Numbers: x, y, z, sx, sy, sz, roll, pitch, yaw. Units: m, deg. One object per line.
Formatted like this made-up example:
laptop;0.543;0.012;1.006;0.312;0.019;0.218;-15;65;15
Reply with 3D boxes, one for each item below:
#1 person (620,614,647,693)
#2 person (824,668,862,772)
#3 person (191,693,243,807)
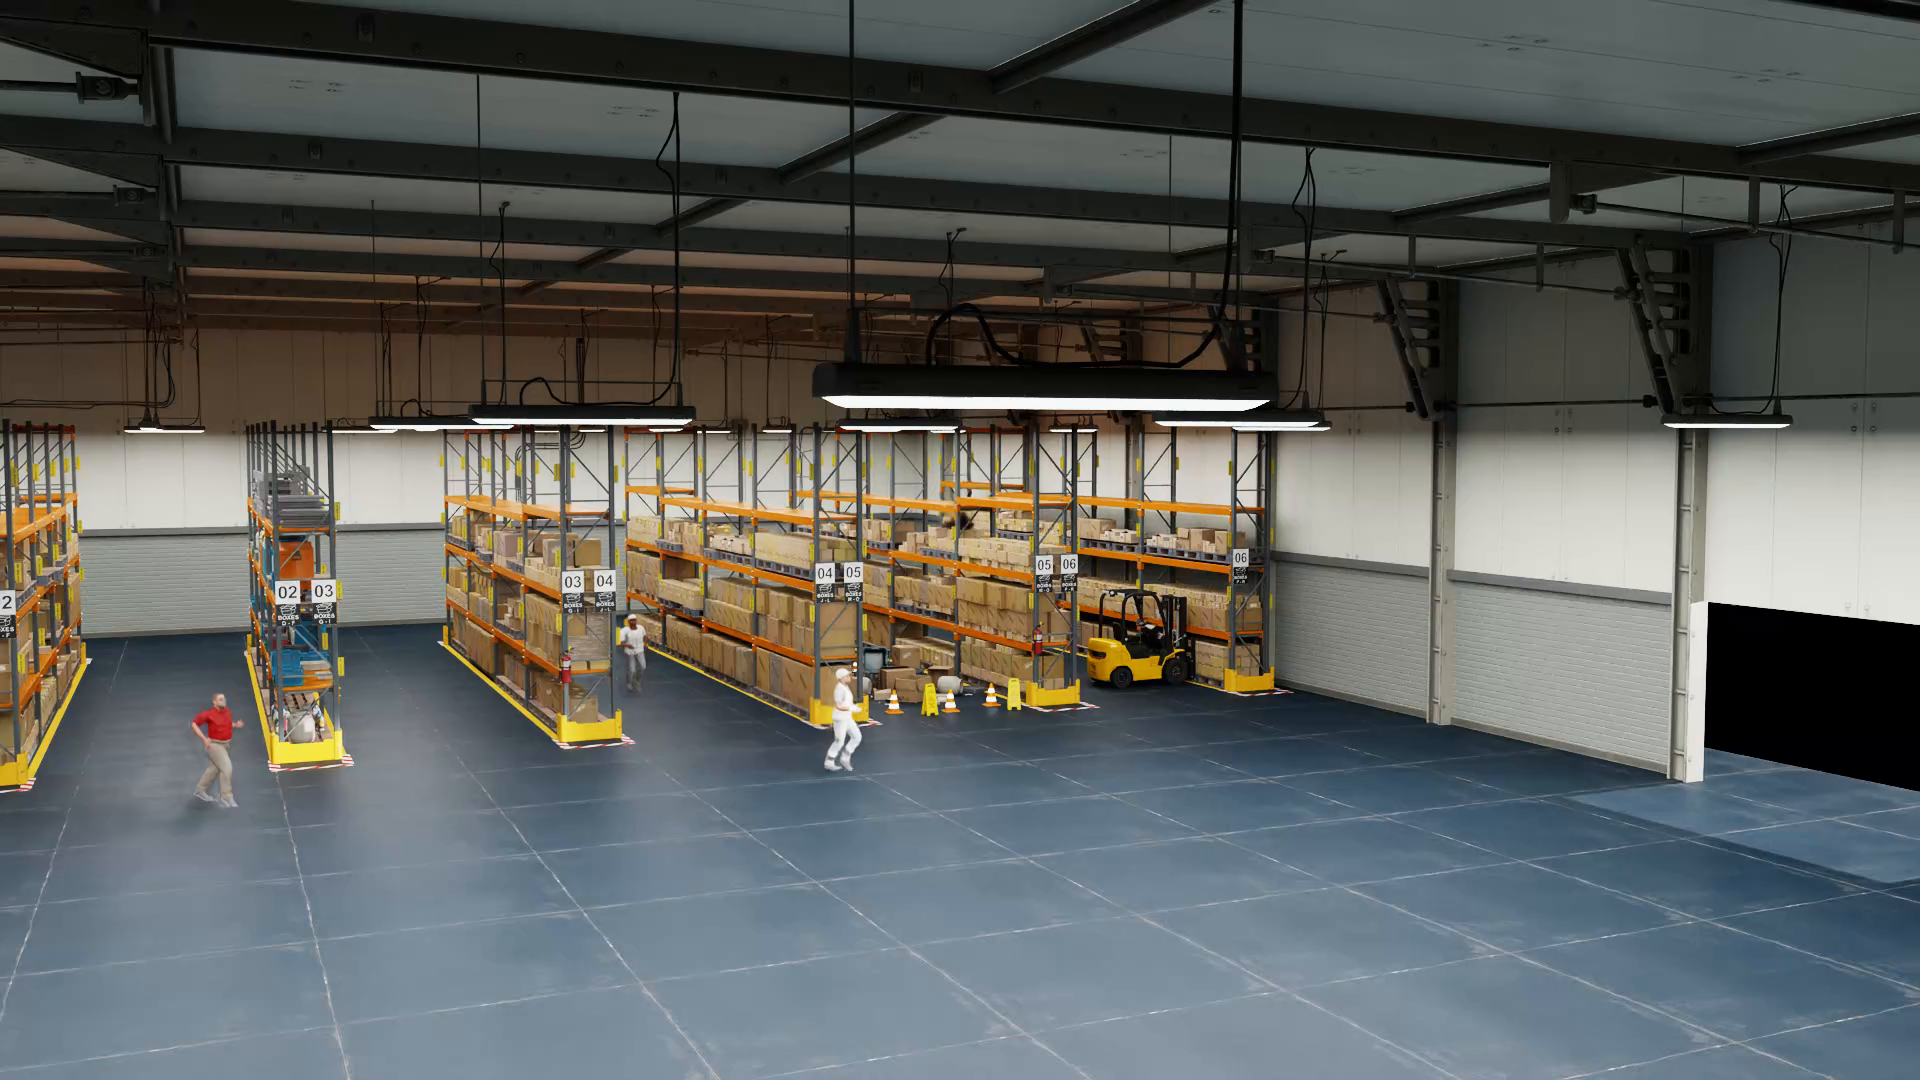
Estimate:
person;-7.277;2.530;37.161;0.699;1.760;0.665;-2;4;-28
person;-1.971;3.073;28.256;0.715;1.794;0.640;1;4;15
person;-11.511;3.262;25.815;0.776;1.803;0.629;0;4;5
